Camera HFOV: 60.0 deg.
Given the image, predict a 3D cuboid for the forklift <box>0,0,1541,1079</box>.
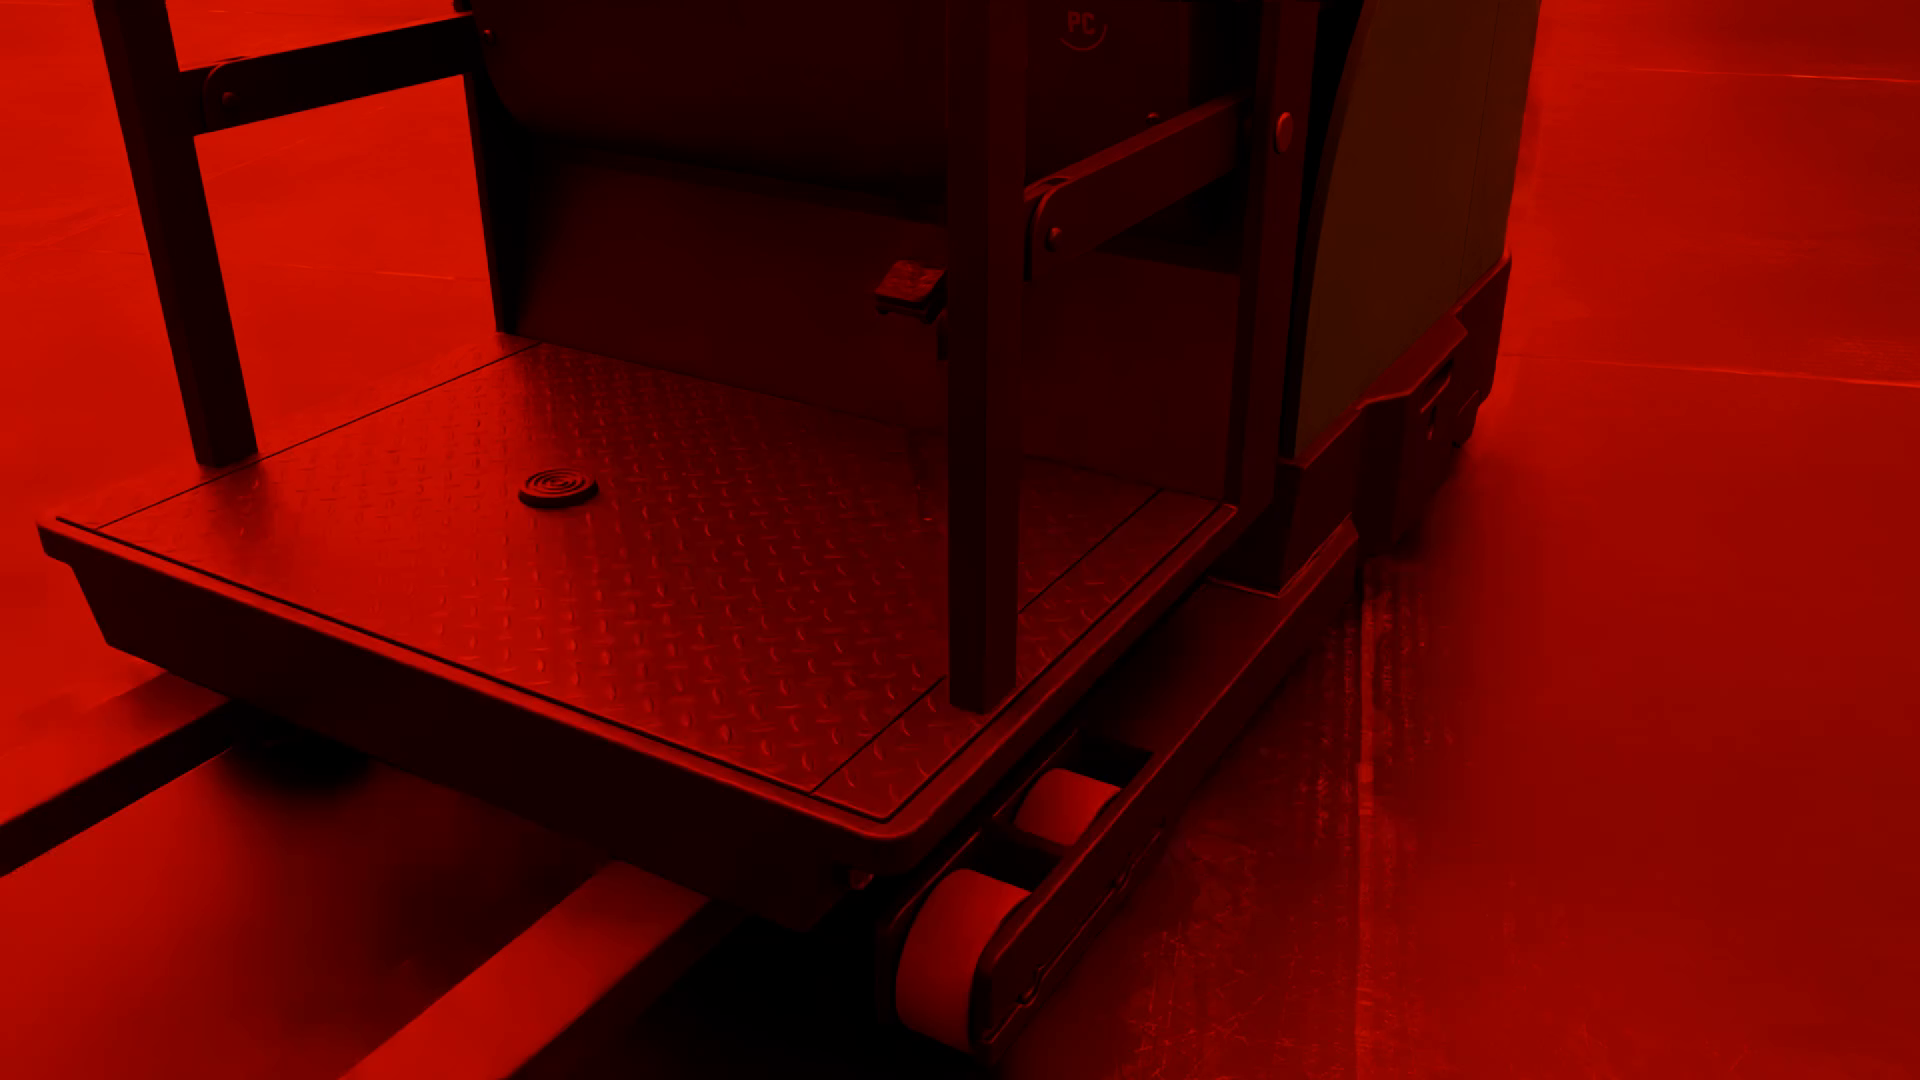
[{"bbox_3d":[-0.271,-1.069,1.364,1.130,2.935,3.031,15,30,27],"label":"forklift"}]
